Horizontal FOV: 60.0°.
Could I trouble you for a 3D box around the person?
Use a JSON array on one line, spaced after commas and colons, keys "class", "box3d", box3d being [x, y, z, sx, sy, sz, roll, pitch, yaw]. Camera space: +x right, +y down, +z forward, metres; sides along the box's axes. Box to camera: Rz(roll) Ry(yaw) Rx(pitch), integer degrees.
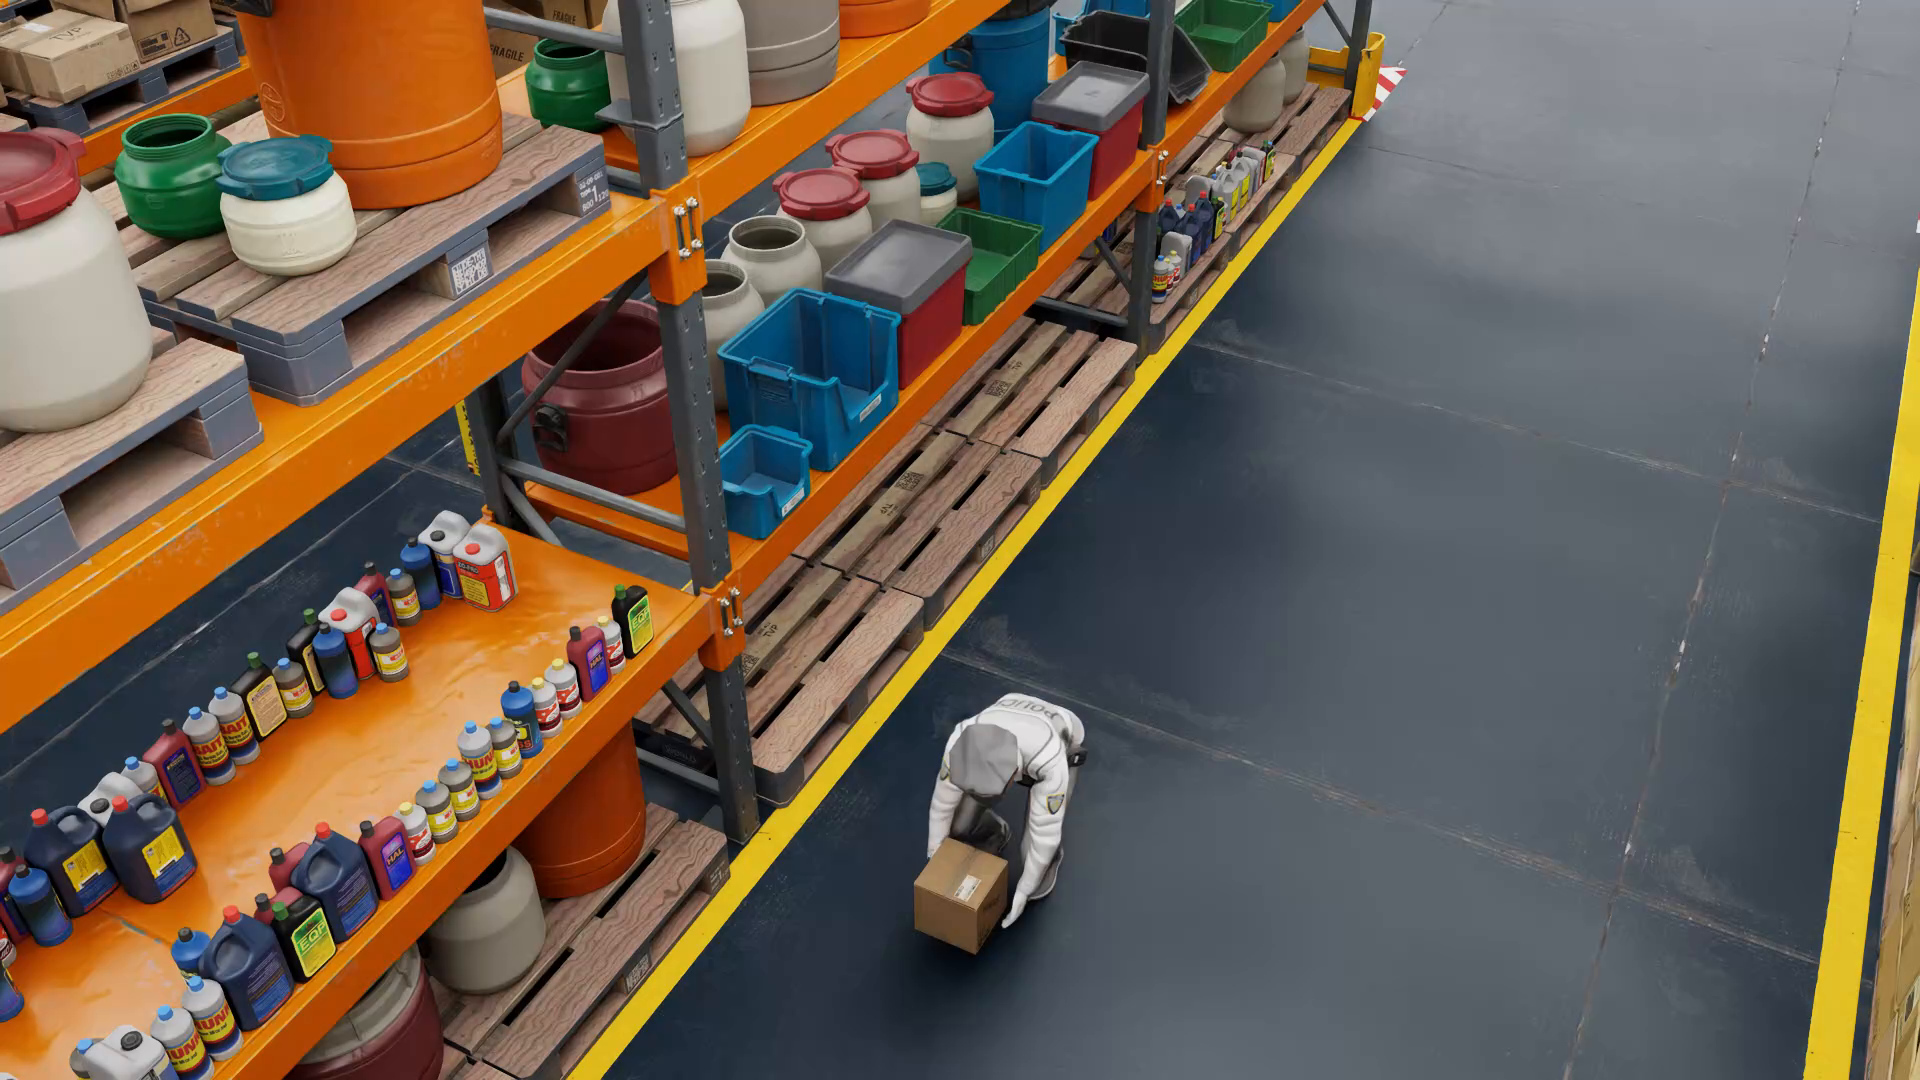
[{"class": "person", "box3d": [0.173, 0.969, 6.093, 0.497, 0.965, 0.821, 18, 42, 21]}]
